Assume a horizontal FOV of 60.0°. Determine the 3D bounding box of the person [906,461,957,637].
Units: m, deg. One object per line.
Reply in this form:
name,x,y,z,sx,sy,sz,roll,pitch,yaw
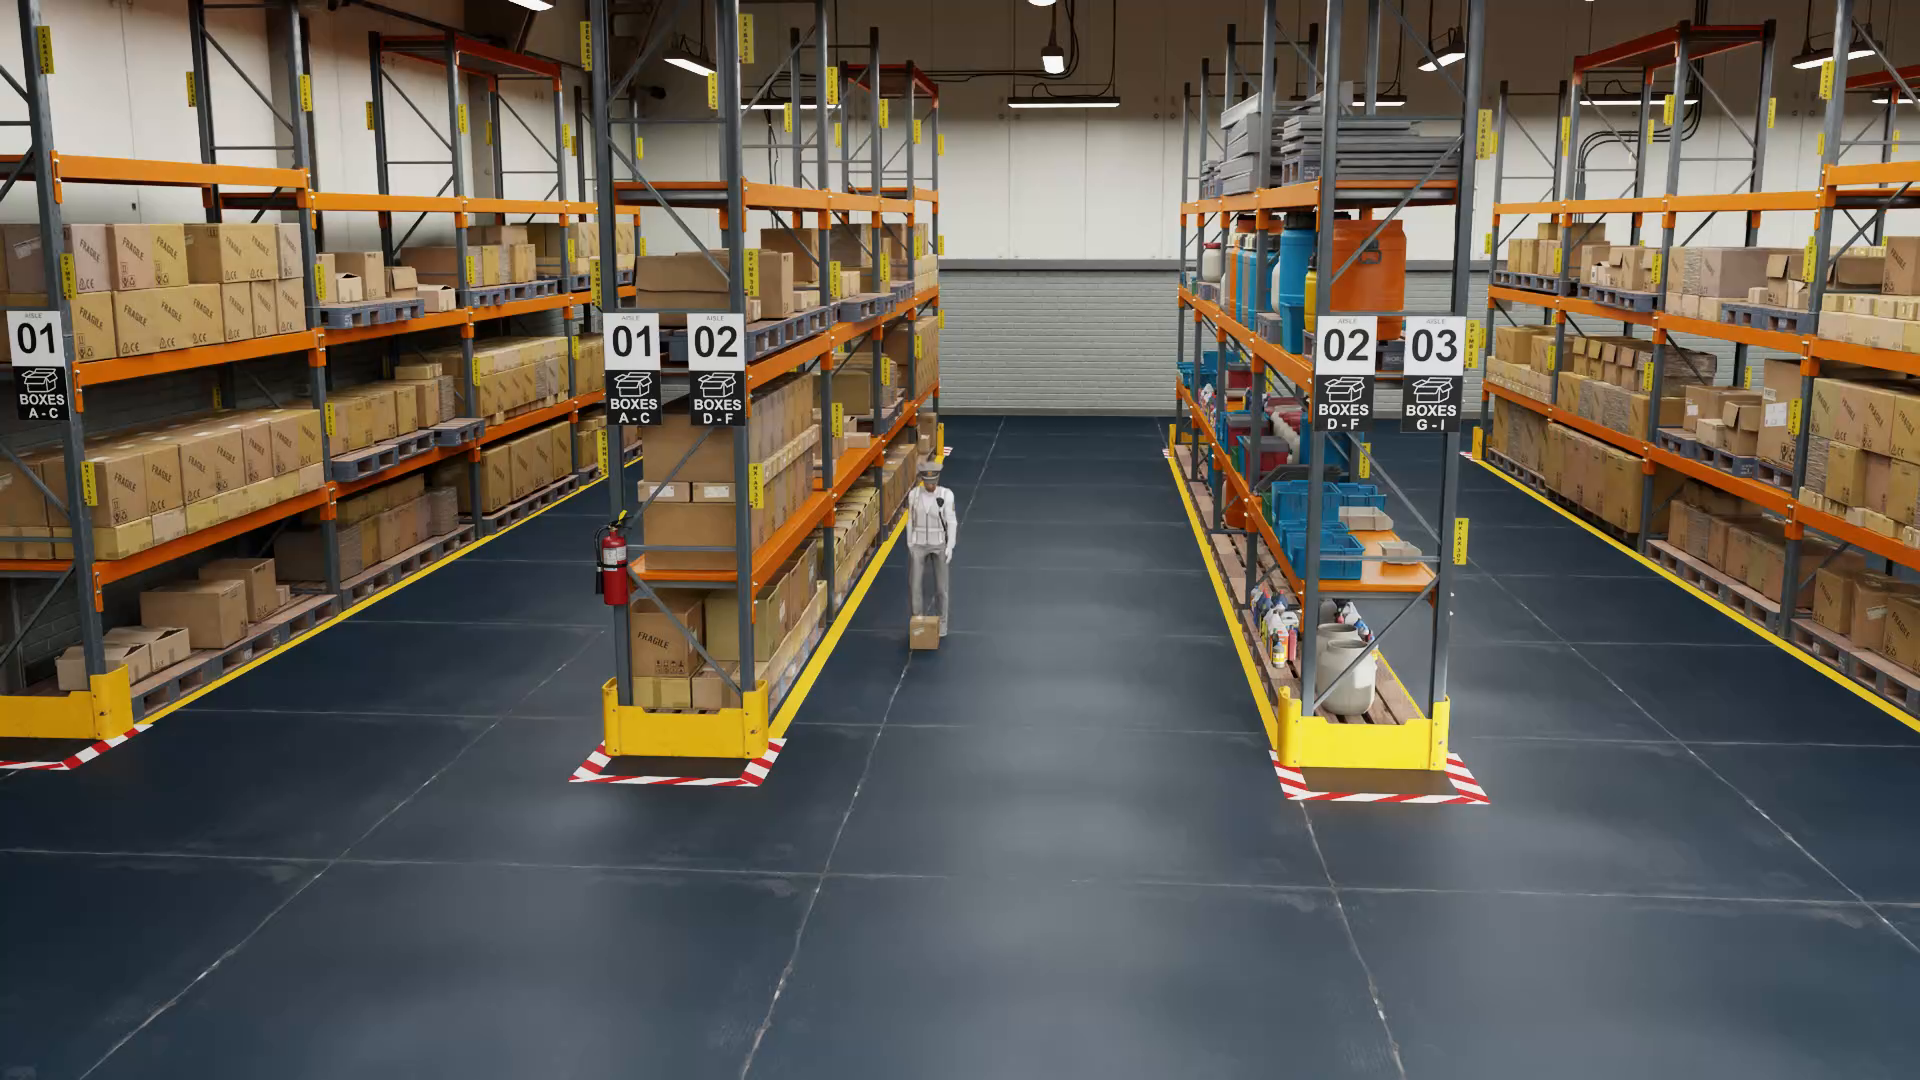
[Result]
person,-0.269,0.083,15.559,0.485,1.650,0.381,1,11,7
